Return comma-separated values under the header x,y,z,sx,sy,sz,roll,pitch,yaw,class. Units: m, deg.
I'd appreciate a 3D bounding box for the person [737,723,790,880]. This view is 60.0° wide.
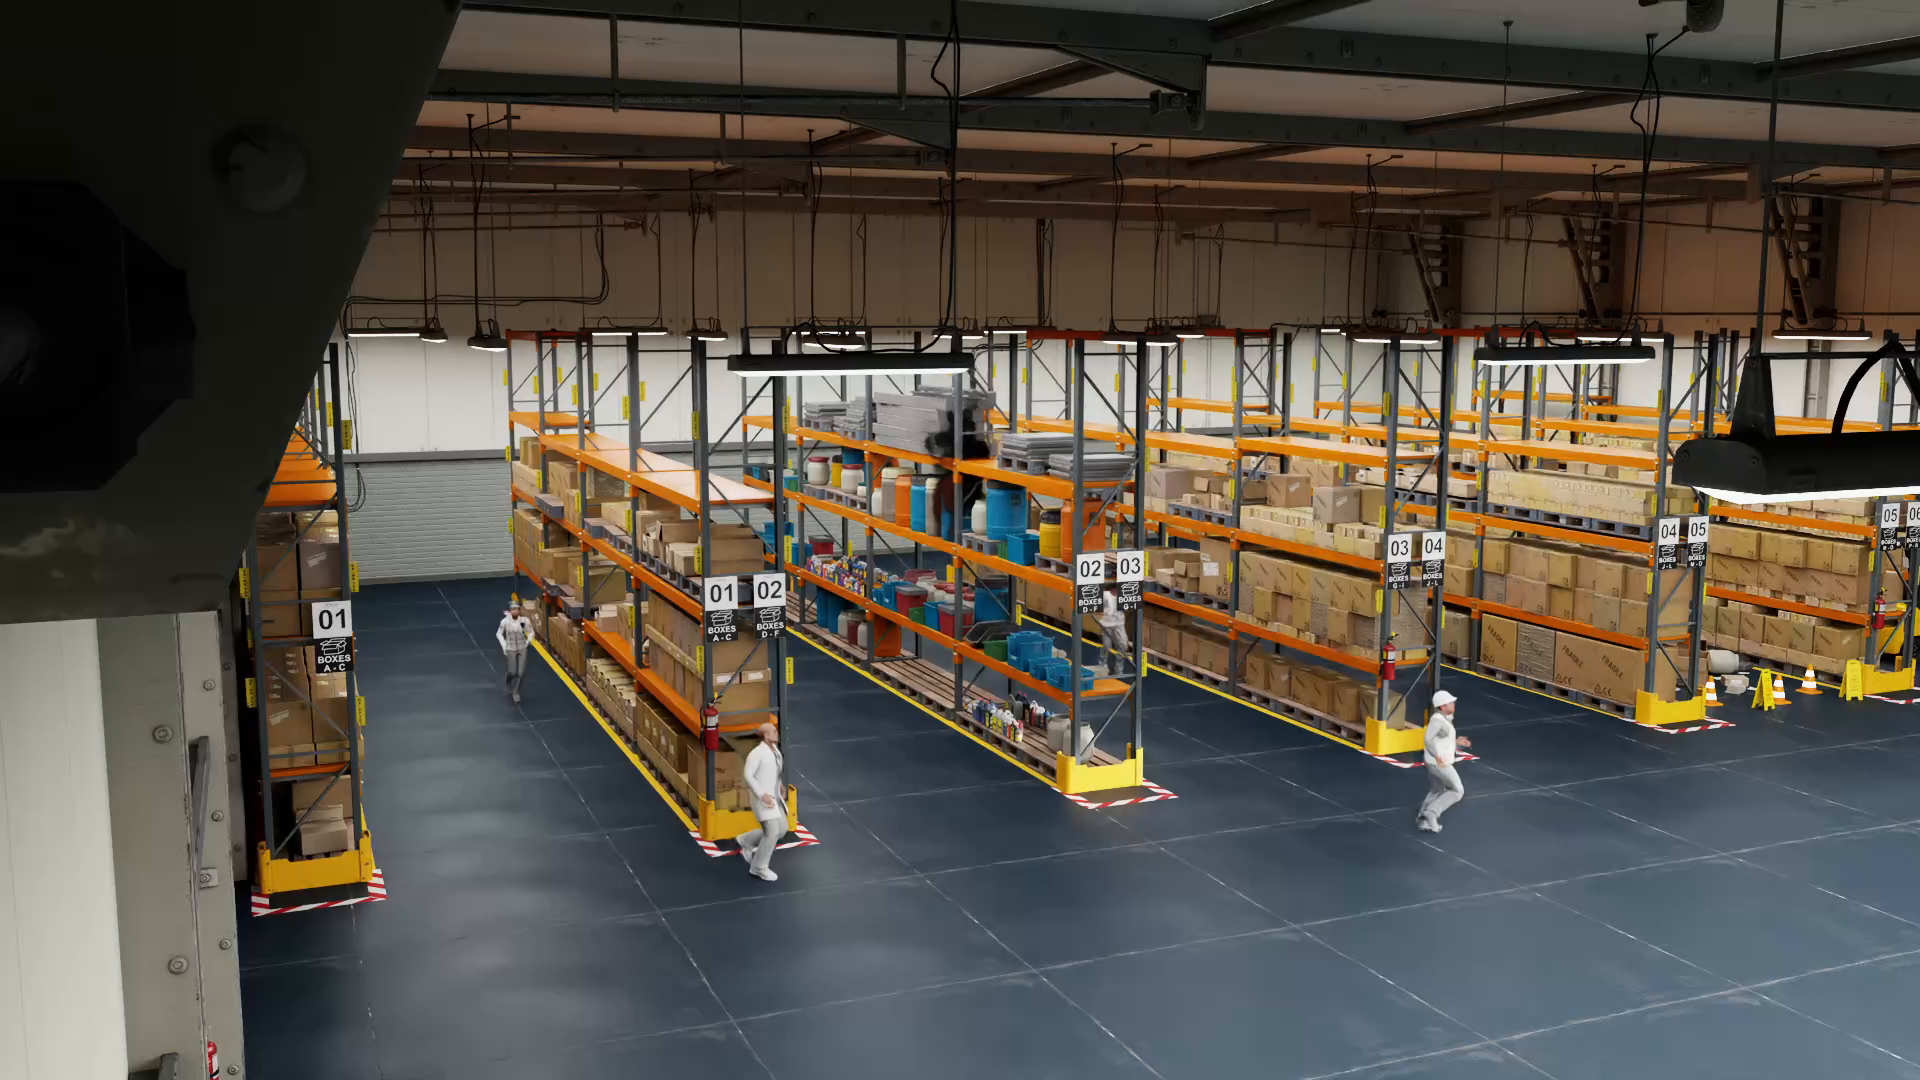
x,y,z,sx,sy,sz,roll,pitch,yaw,class
-2.246,2.936,18.921,0.613,1.725,0.752,3,8,19,person

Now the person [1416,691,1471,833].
x,y,z,sx,sy,sz,roll,pitch,yaw,class
5.936,2.702,20.365,0.629,1.740,0.641,1,8,10,person

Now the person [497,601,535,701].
x,y,z,sx,sy,sz,roll,pitch,yaw,class
-7.272,1.810,27.304,0.605,1.669,0.569,-3,8,-20,person

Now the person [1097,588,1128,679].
x,y,z,sx,sy,sz,roll,pitch,yaw,class
2.661,1.523,29.012,0.659,1.829,0.759,-3,8,-22,person
